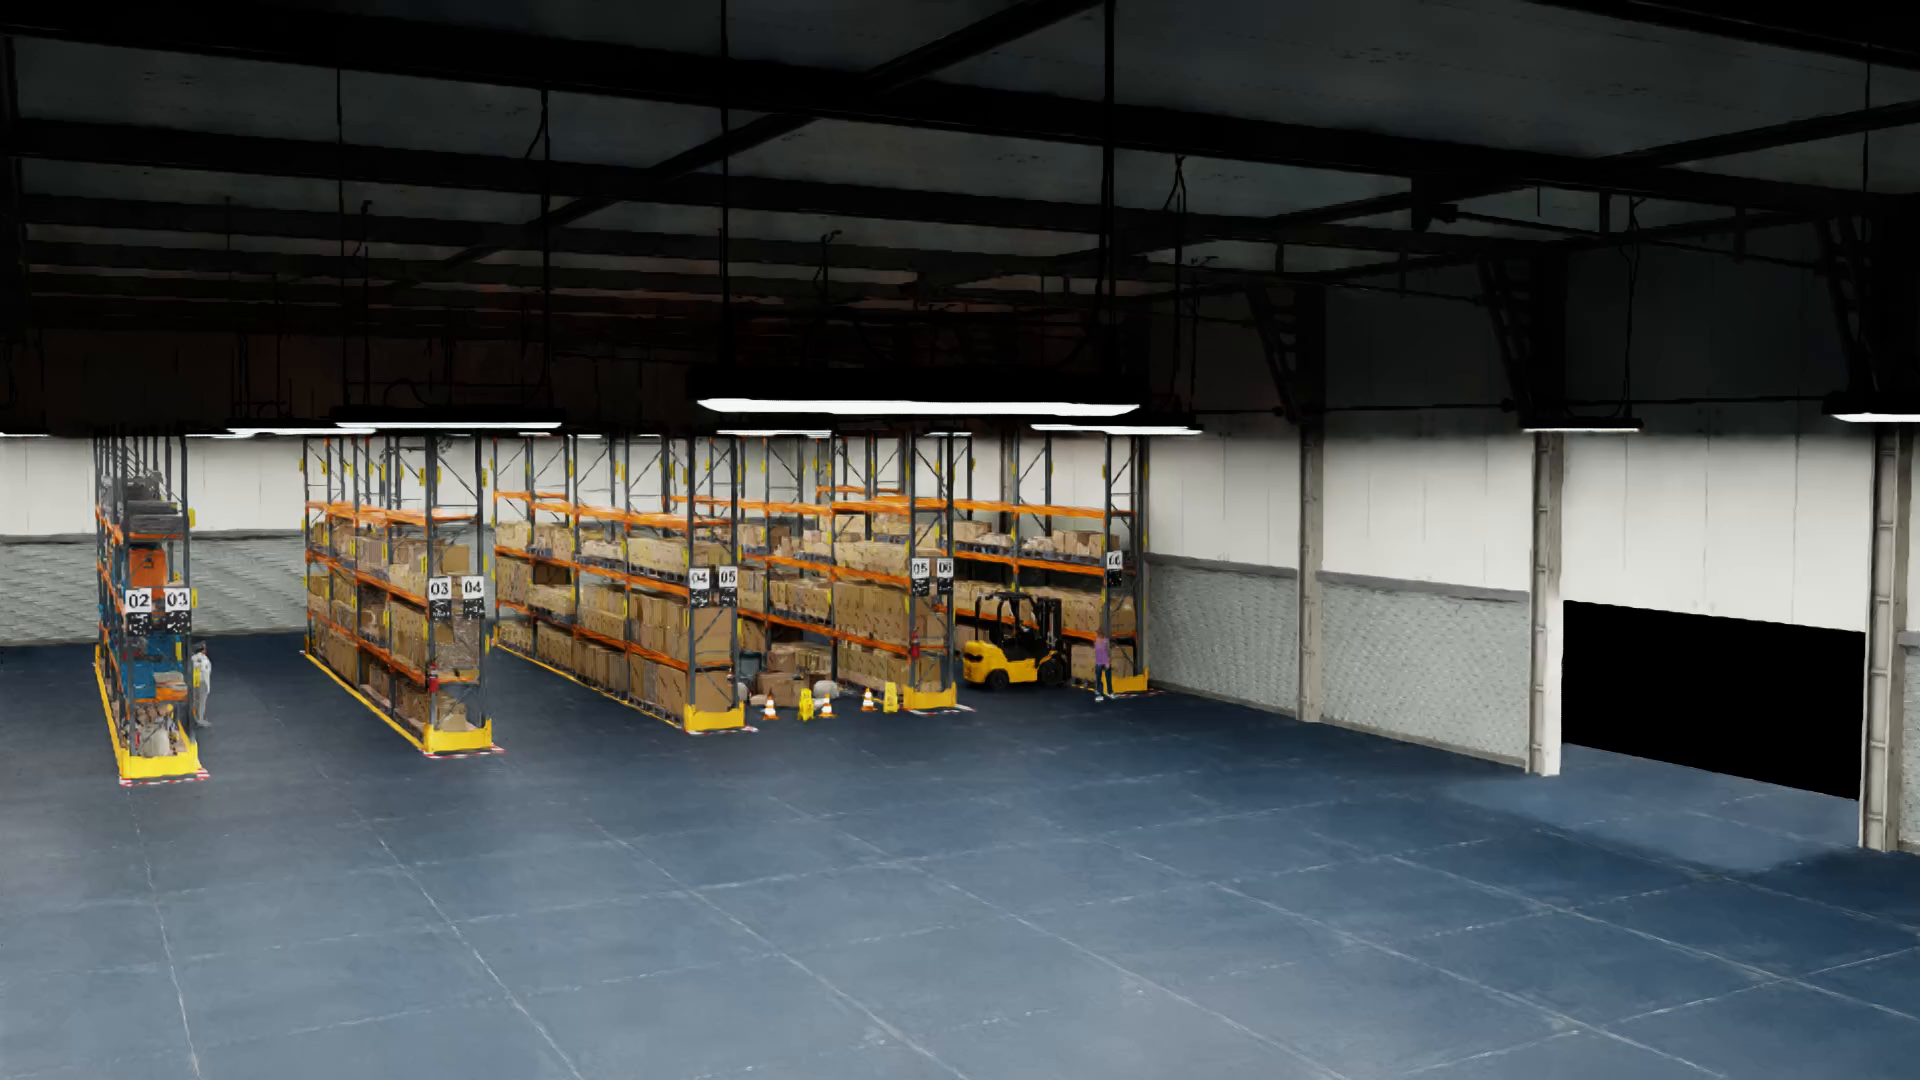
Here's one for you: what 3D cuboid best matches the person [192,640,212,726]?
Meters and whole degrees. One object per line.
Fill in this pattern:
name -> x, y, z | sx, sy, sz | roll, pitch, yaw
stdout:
person -> -15.152, 2.852, 33.235 | 0.572, 1.683, 0.368 | 3, 4, 38

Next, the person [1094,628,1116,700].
person -> 3.174, 2.719, 36.570 | 0.461, 1.579, 0.554 | 2, 4, 31
